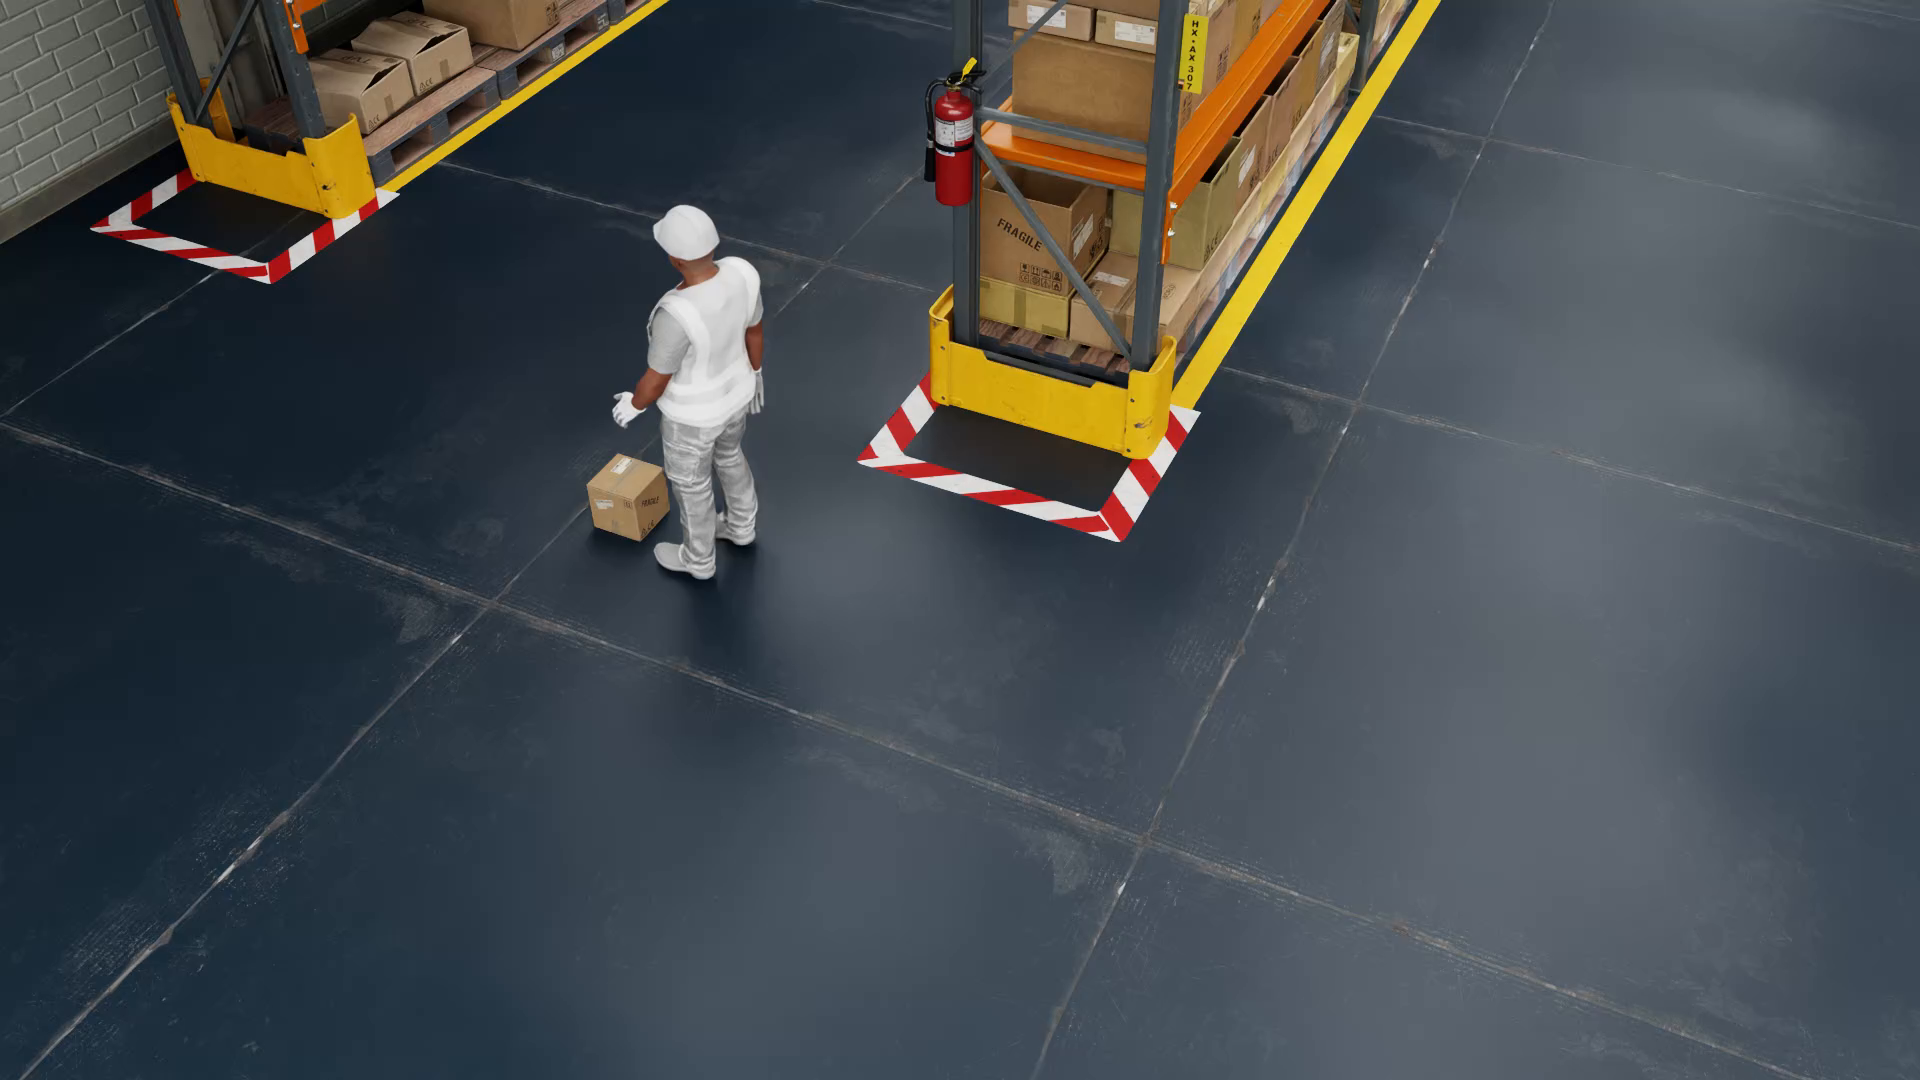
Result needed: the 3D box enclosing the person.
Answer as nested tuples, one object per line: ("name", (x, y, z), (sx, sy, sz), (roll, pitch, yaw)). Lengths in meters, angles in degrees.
("person", (-1.088, -0.581, 6.783), (0.492, 1.810, 0.572), (22, 46, 23))
